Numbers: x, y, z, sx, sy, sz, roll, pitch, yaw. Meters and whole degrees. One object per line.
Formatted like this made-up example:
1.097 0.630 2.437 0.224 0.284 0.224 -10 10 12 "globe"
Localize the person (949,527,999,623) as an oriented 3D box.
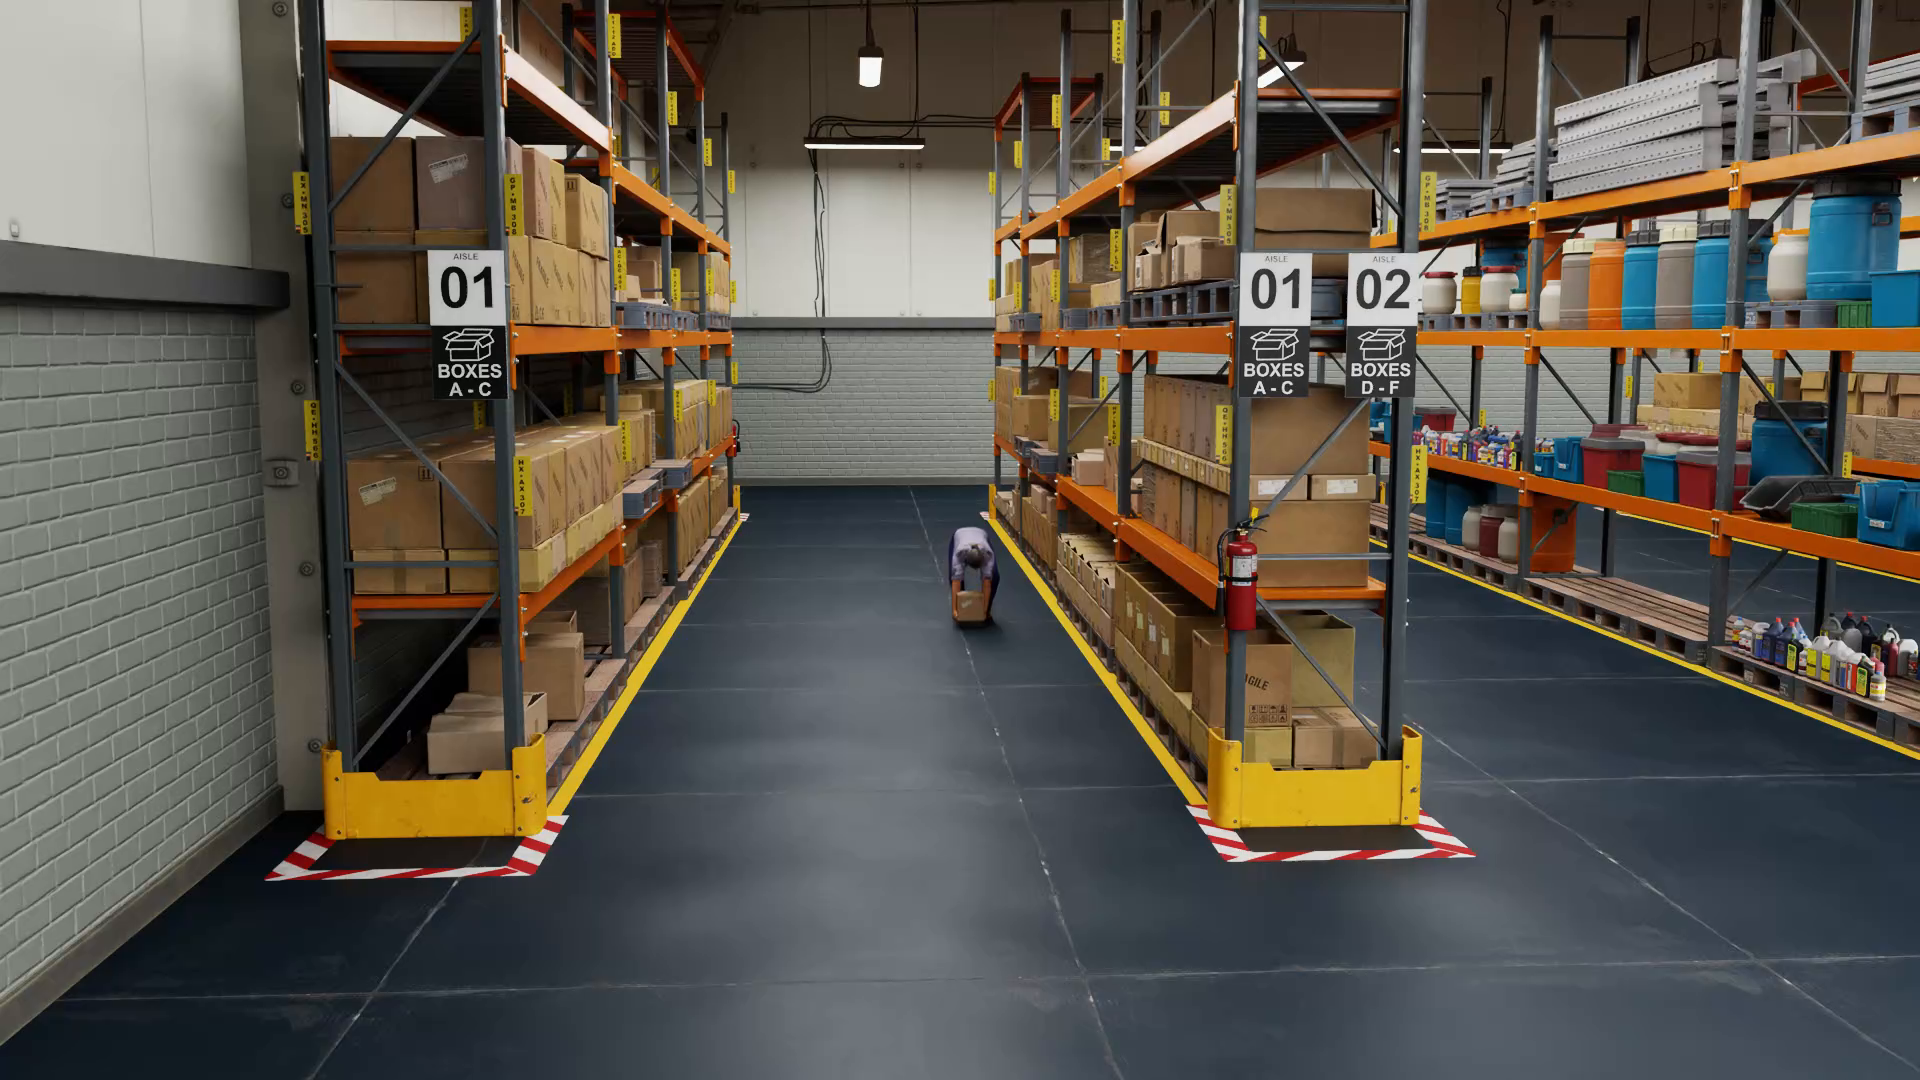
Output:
0.114 0.335 16.175 0.492 0.898 0.515 -1 7 -7 "person"
